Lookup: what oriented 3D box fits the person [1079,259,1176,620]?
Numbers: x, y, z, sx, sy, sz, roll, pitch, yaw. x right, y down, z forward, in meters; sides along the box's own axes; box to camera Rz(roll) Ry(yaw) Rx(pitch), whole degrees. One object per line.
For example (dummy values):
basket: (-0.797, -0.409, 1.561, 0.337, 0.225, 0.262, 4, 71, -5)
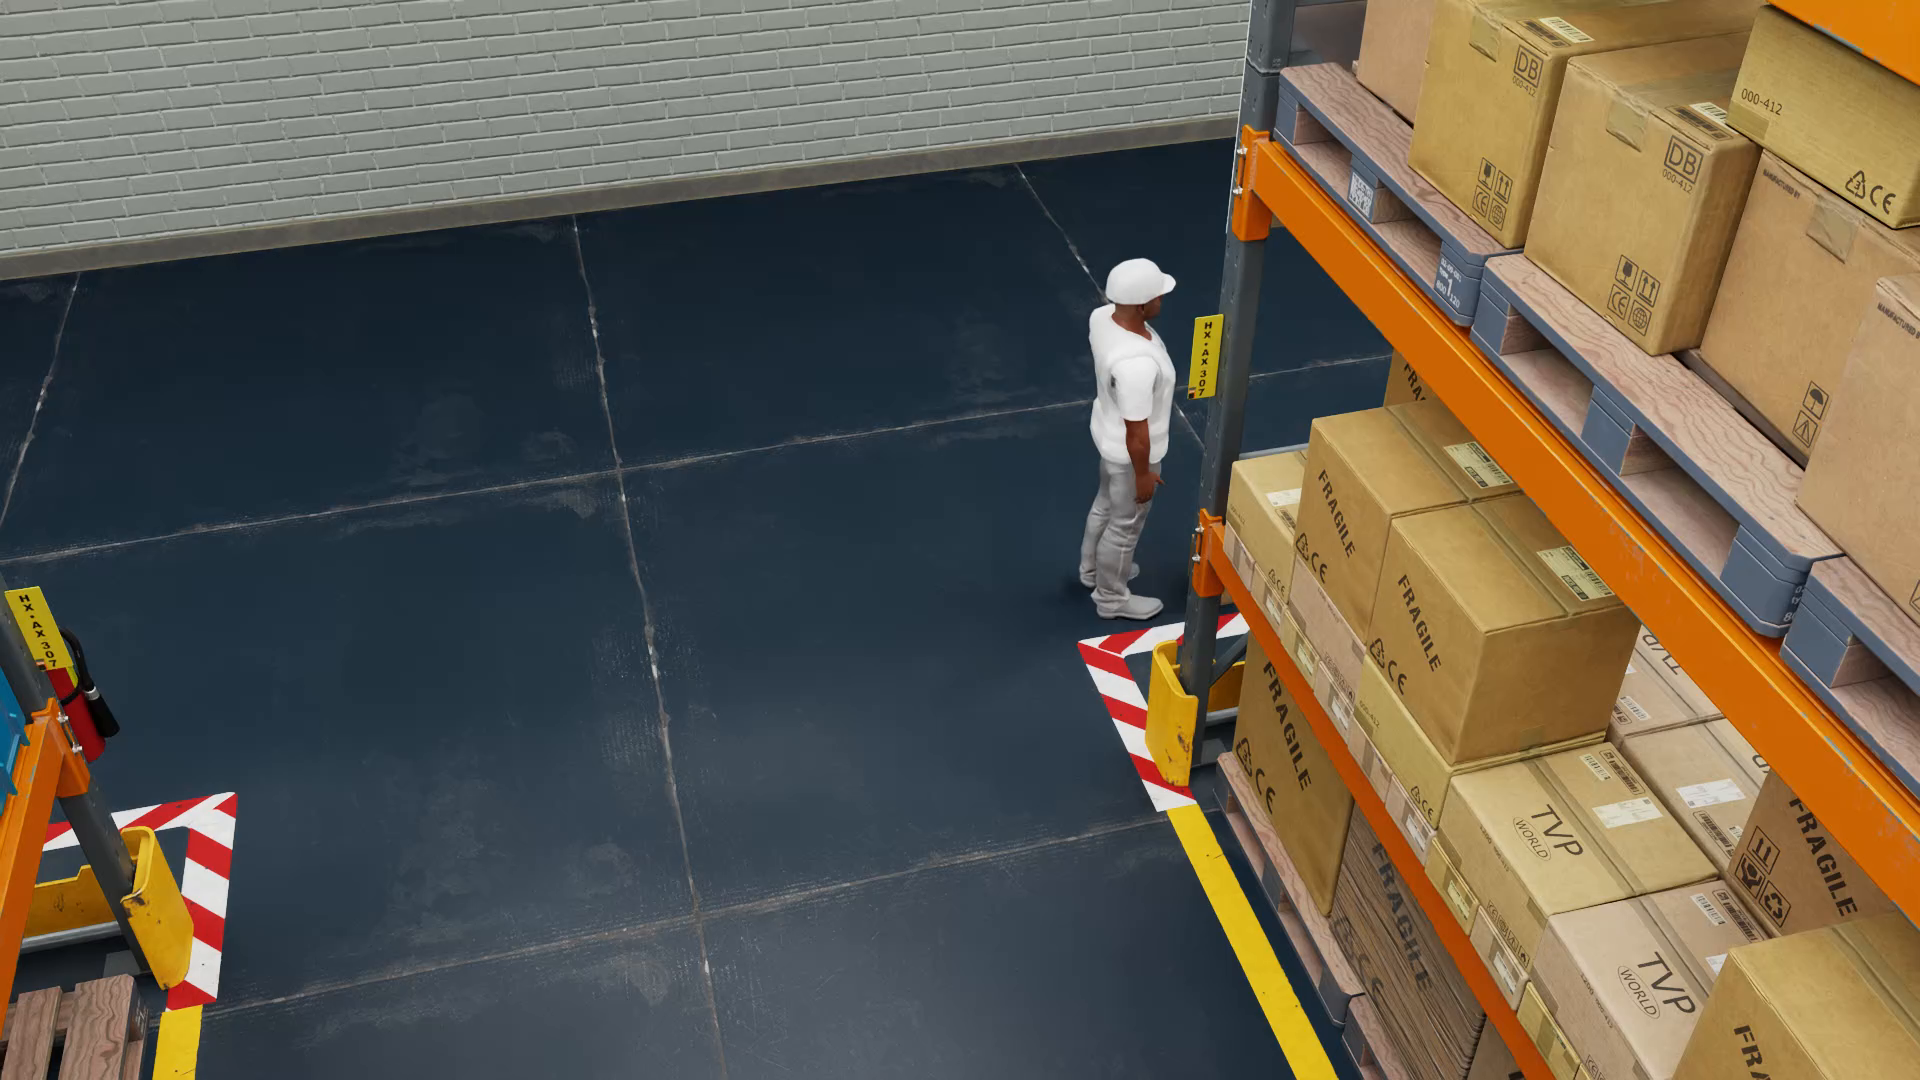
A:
person: (0.740, -0.426, 7.246, 0.362, 1.781, 0.569, -5, 38, -6)
